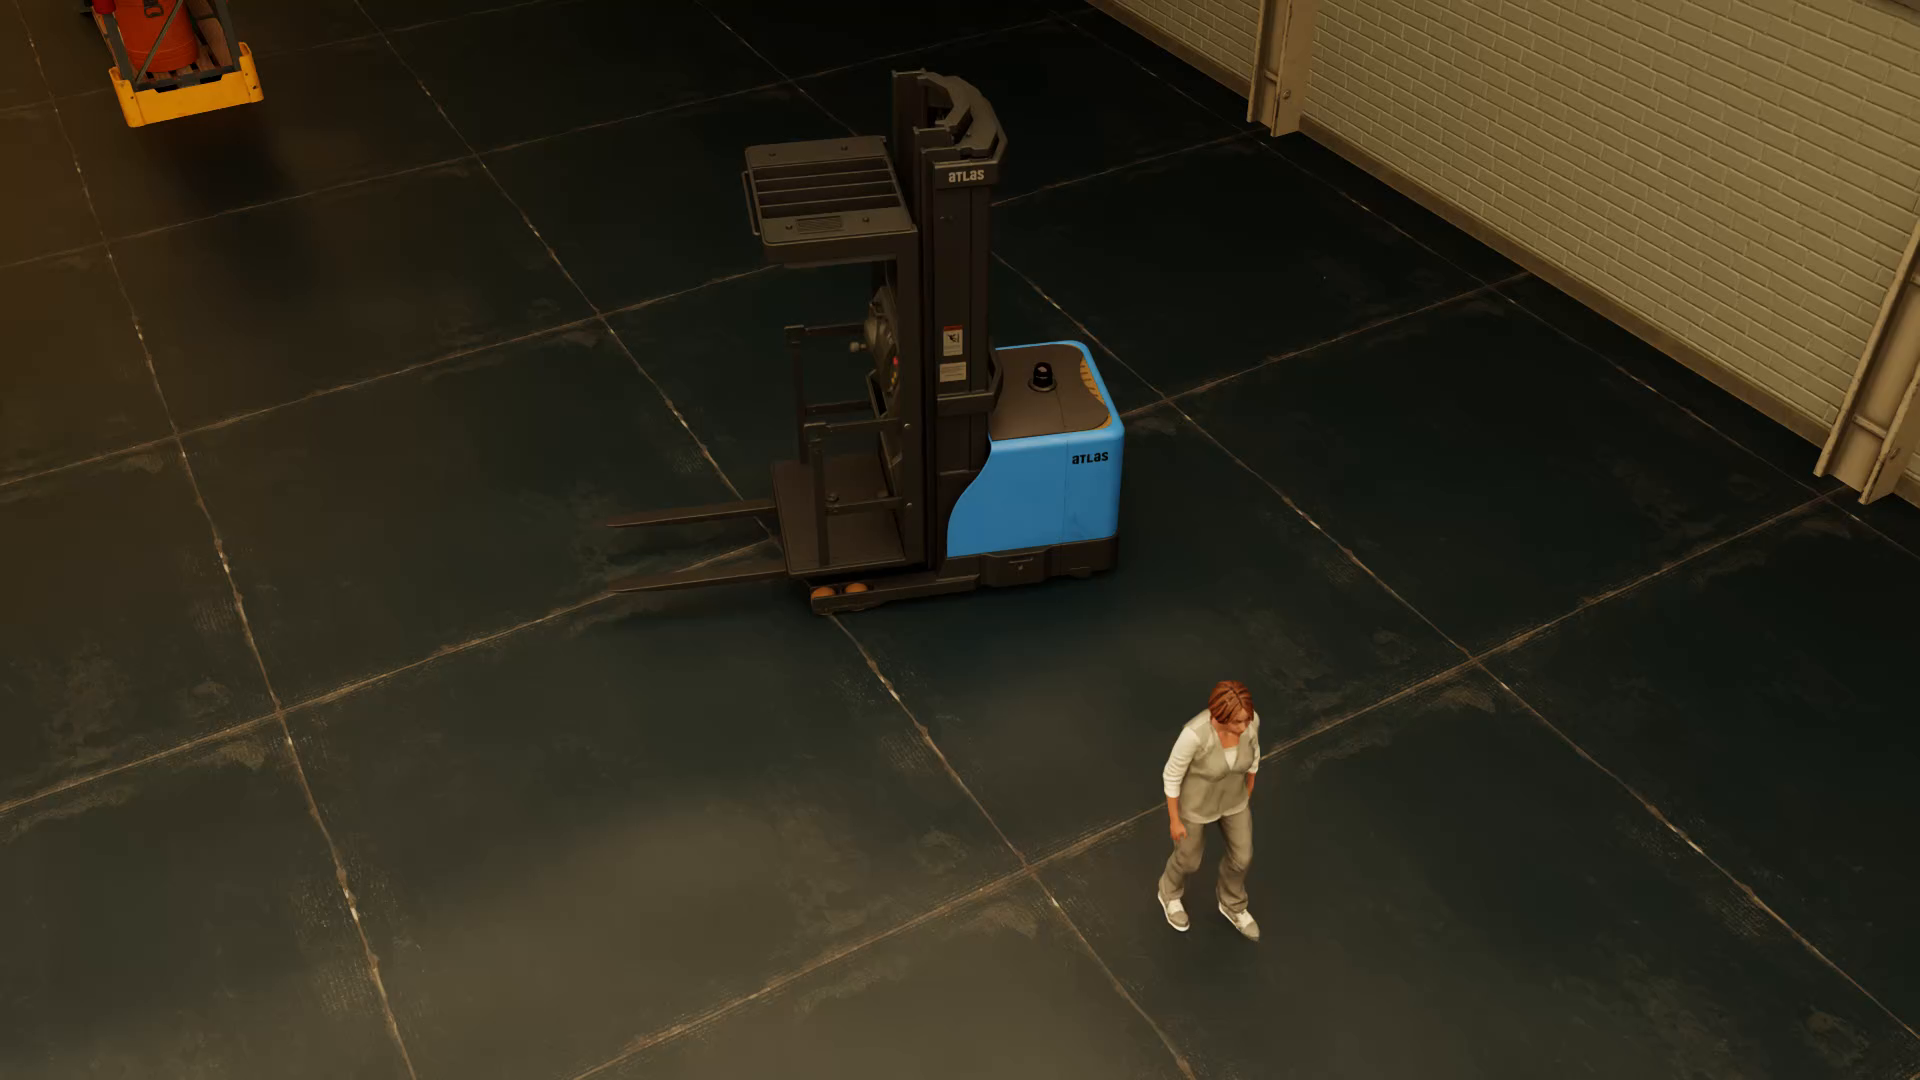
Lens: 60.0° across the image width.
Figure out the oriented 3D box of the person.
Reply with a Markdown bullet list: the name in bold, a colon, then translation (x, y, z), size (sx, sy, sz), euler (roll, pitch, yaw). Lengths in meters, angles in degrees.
- **person**: translation (1.163, 1.239, 7.617), size (0.489, 1.611, 0.447), euler (-13, 41, -15)

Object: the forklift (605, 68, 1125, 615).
- **forklift**: translation (-0.615, -1.053, 9.306), size (3.031, 2.935, 1.130), euler (-7, 40, -8)
